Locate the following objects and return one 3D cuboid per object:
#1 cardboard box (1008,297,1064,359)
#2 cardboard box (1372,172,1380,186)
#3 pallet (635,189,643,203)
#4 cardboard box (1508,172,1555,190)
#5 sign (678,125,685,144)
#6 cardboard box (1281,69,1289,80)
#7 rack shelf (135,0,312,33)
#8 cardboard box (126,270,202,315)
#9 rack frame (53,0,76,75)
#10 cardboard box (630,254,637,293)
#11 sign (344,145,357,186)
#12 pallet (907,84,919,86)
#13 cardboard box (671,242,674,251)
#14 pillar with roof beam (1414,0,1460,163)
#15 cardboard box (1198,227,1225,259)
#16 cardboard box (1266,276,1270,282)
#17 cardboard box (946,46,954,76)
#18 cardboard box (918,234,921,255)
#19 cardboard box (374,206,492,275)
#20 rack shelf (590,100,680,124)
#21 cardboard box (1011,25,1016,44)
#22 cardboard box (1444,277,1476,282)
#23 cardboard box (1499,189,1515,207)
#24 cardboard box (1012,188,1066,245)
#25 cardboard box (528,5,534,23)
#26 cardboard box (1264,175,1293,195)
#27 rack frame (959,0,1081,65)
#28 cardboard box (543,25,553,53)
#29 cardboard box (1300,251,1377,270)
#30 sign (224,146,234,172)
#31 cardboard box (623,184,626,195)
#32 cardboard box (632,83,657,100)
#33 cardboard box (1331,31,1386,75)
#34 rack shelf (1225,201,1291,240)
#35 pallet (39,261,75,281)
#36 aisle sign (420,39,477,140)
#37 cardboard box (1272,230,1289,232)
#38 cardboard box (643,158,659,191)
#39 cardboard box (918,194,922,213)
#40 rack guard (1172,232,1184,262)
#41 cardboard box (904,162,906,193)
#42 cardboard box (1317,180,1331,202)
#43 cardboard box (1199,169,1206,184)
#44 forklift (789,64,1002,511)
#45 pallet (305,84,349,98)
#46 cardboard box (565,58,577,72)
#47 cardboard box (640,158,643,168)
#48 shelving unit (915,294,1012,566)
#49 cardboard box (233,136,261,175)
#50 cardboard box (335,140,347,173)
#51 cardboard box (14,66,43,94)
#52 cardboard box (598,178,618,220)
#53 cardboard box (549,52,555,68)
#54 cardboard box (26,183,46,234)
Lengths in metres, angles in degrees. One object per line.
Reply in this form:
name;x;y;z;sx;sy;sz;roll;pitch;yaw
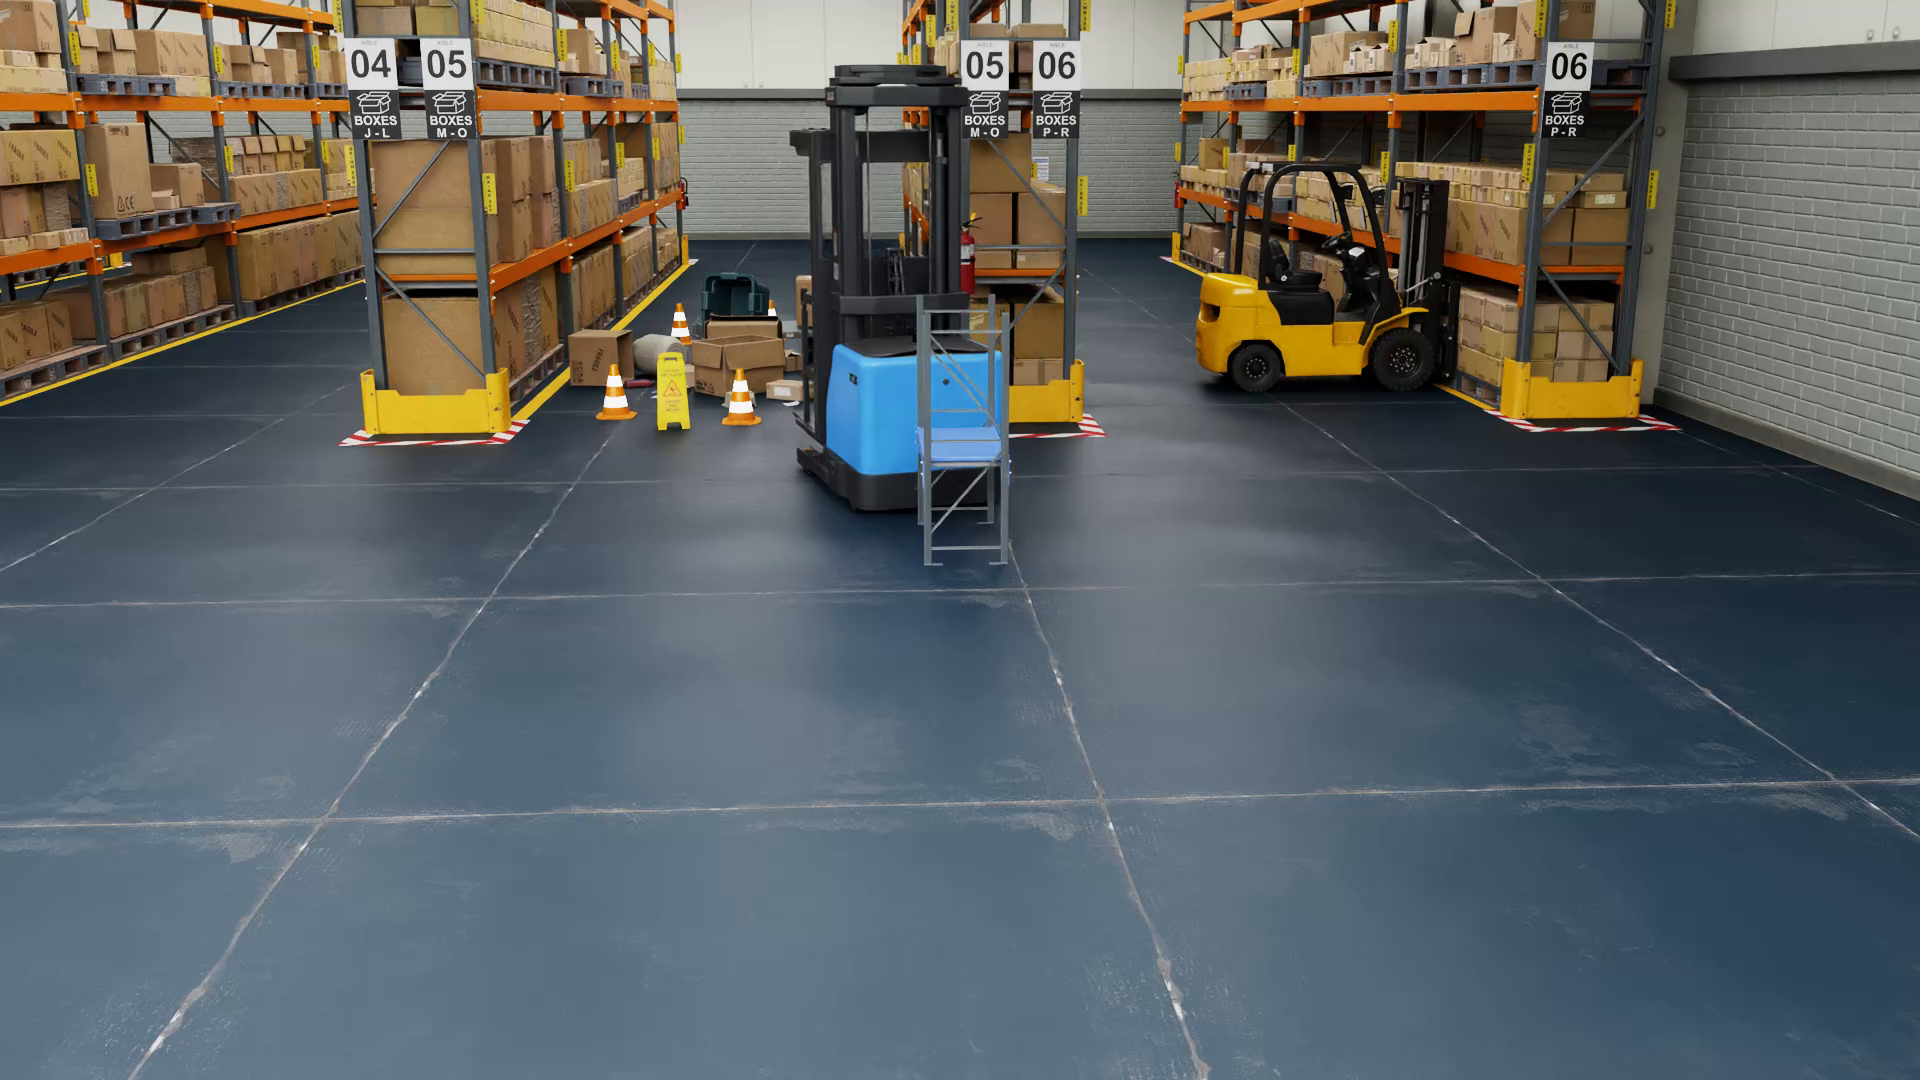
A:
cardboard box;0.716;-1.947;15.243;0.500;0.500;0.500;-1;14;-5
cardboard box;4.959;-4.143;19.106;0.380;0.149;0.250;-1;14;-3
pallet;-5.283;-5.099;24.708;1.003;0.211;1.213;-1;14;-3
cardboard box;5.167;-3.232;14.968;0.380;0.149;0.250;-1;14;-3
sign;-4.878;-7.096;29.128;0.100;0.325;0.005;-1;14;-3
cardboard box;4.642;-6.417;22.929;0.380;0.149;0.250;-1;14;-3
rack shelf;-10.018;-7.198;22.690;1.077;0.370;4.000;-1;14;-3
cardboard box;-9.786;-3.036;20.440;0.700;0.500;0.500;-2;15;-8
rack frame;-9.646;-6.248;16.751;1.000;3.000;0.127;-1;14;-3
cardboard box;-4.761;-3.687;23.009;0.500;0.500;0.500;-1;14;-3
sign;-4.984;-3.070;13.639;0.100;0.325;0.005;-1;14;-3
pallet;-0.096;-6.011;22.229;1.213;0.211;1.003;0;14;-1
cardboard box;-5.037;-4.961;28.069;0.380;0.149;0.250;-1;14;-3
pillar with roof beam;1.634;-7.097;20.049;9.100;9.000;0.400;-1;14;-3
cardboard box;4.345;-5.051;28.311;0.500;0.500;0.500;-1;14;-2
cardboard box;4.654;-3.918;23.906;0.500;0.500;0.500;0;14;-1
cardboard box;0.125;-4.402;15.301;0.500;0.250;0.500;0;14;-2
cardboard box;-0.239;-4.828;27.572;0.875;0.438;0.875;-1;14;-5
cardboard box;-4.510;-2.564;14.170;0.875;0.550;0.550;-1;14;-3
rack shelf;-5.309;-6.986;27.080;1.077;0.370;4.000;-1;14;-3
cardboard box;0.643;-4.372;14.384;0.380;0.149;0.250;-1;14;-4
cardboard box;4.979;-2.553;17.099;0.500;0.250;0.500;0;14;-2
cardboard box;5.100;-3.086;14.999;0.380;0.149;0.250;-1;14;-3
cardboard box;0.705;-2.944;15.152;0.500;0.500;0.500;0;14;-2
cardboard box;-4.285;-5.025;15.878;0.380;0.149;0.250;-1;14;-3
cardboard box;4.562;-4.956;23.228;0.500;0.250;0.500;-2;15;-6
rack frame;0.492;-5.406;13.479;1.000;3.000;0.127;-1;14;-3
cardboard box;-4.403;-5.052;16.781;0.500;0.250;0.500;-1;14;-4
cardboard box;4.976;-3.466;21.901;0.875;0.625;0.625;0;14;-2
sign;-9.353;-4.871;21.272;0.100;0.325;0.005;-1;14;-3
cardboard box;-4.835;-4.852;23.027;0.380;0.149;0.250;0;14;-2
cardboard box;-4.951;-6.883;25.540;0.500;0.250;0.500;0;14;-1
cardboard box;4.815;-5.884;20.111;0.500;0.500;0.500;-1;14;-2
rack shelf;4.827;-4.717;24.284;1.077;0.370;4.000;-1;14;-3
pallet;-15.248;-4.392;27.172;1.003;0.211;1.213;-1;14;-3
aisle sign;-4.138;-3.645;13.458;0.394;0.787;0.004;-1;14;-3
cardboard box;5.035;-4.717;25.713;0.380;0.149;0.250;-1;14;-3
cardboard box;-4.964;-5.703;25.876;0.500;0.500;0.500;-1;14;-4
cardboard box;-0.294;-4.540;22.452;0.500;0.250;0.500;-1;14;-5
rack guard;4.460;-5.328;30.232;1.175;0.500;0.348;-1;14;-3
cardboard box;-0.683;-6.153;28.219;0.500;0.500;0.500;-1;14;-4
cardboard box;4.779;-4.369;20.783;0.500;0.250;0.500;-1;14;-5
cardboard box;4.333;-6.134;28.051;0.500;0.250;0.500;-1;14;-5
forklift;-0.602;-1.935;12.166;1.130;2.935;3.031;-5;15;-17
pallet;-10.255;-7.248;26.837;1.003;0.211;1.213;-1;14;-3
cardboard box;-4.517;-5.330;18.662;0.380;0.149;0.250;-1;14;-3
cardboard box;-4.966;-5.657;24.960;0.380;0.149;0.250;0;14;-1
shelving unit;0.005;-0.705;10.257;0.538;1.500;1.048;-1;14;-3
cardboard box;-9.961;-5.216;22.565;0.797;0.503;0.637;-1;14;-2
cardboard box;-9.939;-6.013;26.074;0.500;0.500;0.500;-1;14;-3
cardboard box;-9.336;-4.483;16.213;0.500;0.250;0.500;-1;14;-2
cardboard box;-4.642;-4.330;21.133;0.500;0.500;0.500;-1;14;-3
cardboard box;-4.348;-4.891;16.958;0.380;0.149;0.250;-1;14;-4
cardboard box;-9.684;-3.298;16.525;0.875;0.500;0.500;-1;14;-3
